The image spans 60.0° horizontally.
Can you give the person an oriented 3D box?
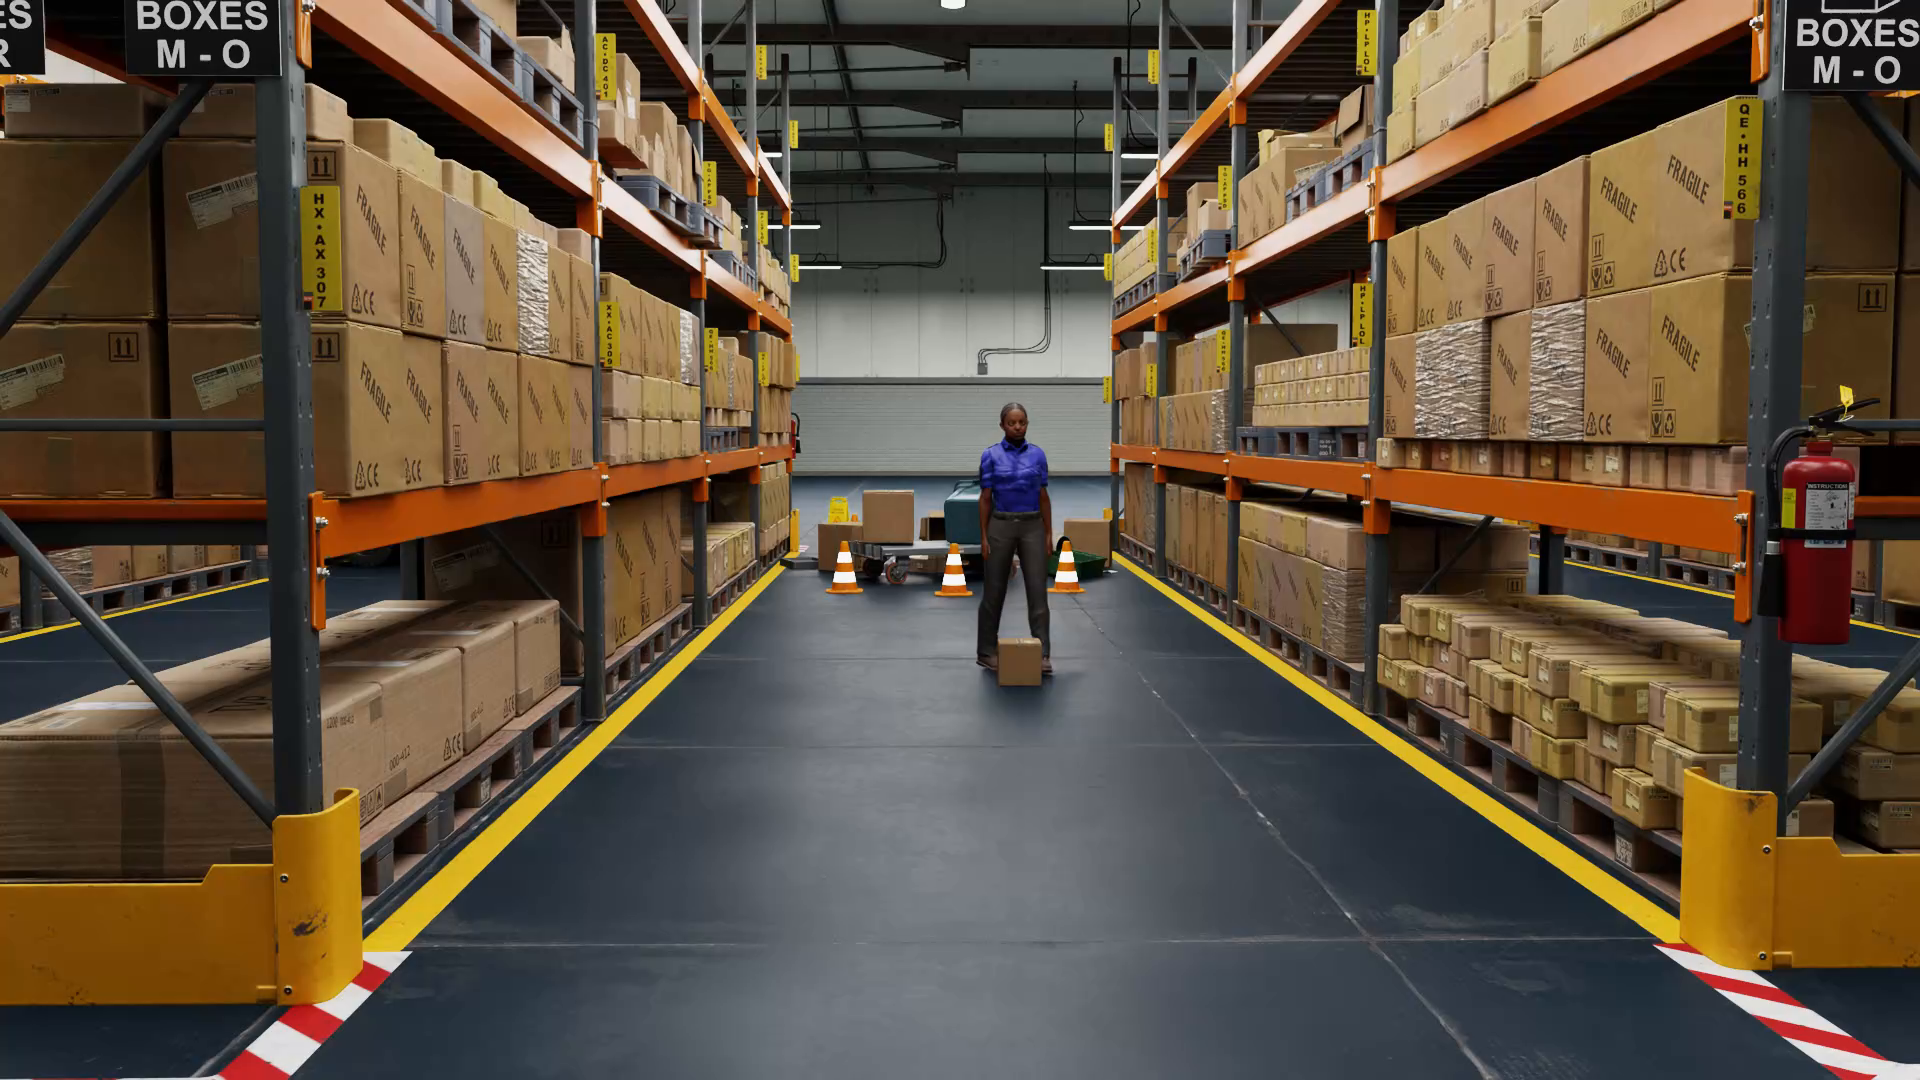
[{"bbox_3d":[0.361,-0.010,10.201,0.460,1.669,0.552,-1,4,-11],"label":"person"}]
